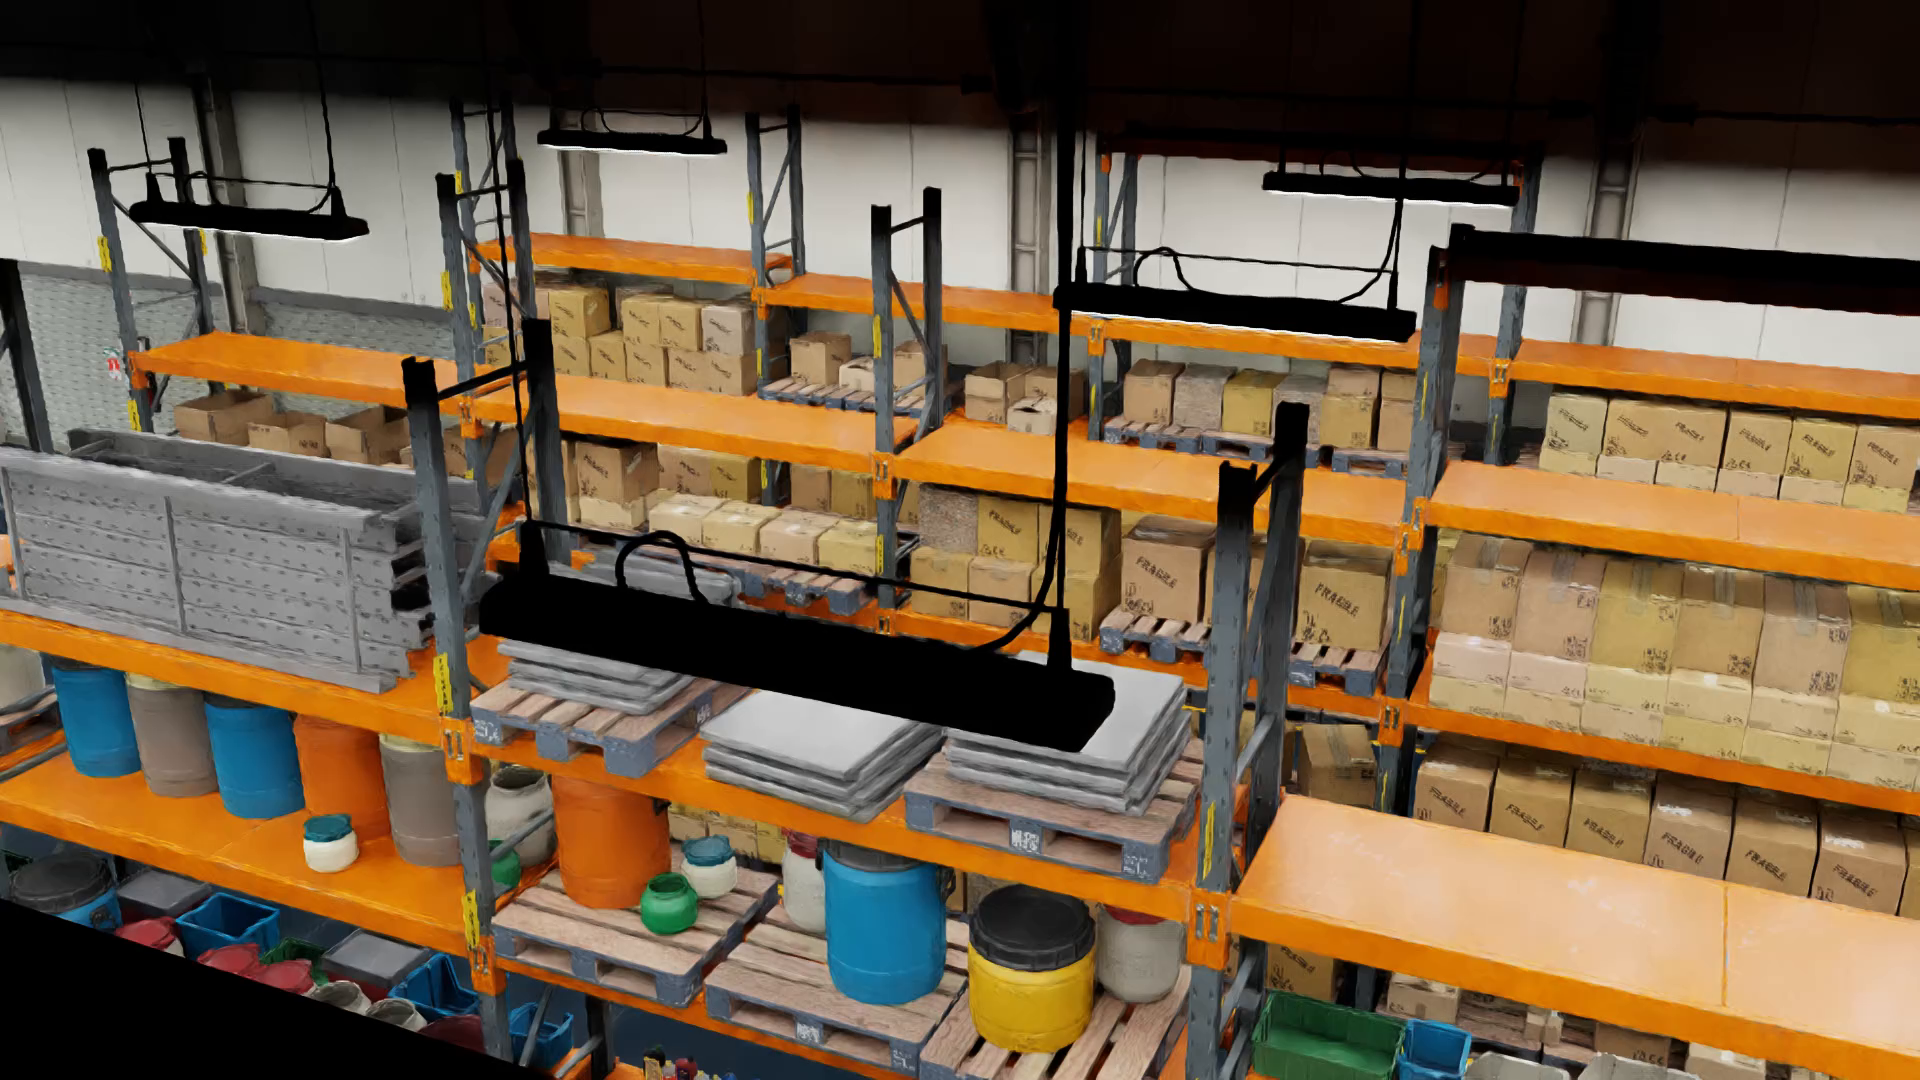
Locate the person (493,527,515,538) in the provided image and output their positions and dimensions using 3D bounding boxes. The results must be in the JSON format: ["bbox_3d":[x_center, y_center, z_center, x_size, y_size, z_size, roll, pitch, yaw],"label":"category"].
[{"bbox_3d":[-5.454,0.119,19.969,0.542,1.715,0.682,8,22,20],"label":"person"}]
